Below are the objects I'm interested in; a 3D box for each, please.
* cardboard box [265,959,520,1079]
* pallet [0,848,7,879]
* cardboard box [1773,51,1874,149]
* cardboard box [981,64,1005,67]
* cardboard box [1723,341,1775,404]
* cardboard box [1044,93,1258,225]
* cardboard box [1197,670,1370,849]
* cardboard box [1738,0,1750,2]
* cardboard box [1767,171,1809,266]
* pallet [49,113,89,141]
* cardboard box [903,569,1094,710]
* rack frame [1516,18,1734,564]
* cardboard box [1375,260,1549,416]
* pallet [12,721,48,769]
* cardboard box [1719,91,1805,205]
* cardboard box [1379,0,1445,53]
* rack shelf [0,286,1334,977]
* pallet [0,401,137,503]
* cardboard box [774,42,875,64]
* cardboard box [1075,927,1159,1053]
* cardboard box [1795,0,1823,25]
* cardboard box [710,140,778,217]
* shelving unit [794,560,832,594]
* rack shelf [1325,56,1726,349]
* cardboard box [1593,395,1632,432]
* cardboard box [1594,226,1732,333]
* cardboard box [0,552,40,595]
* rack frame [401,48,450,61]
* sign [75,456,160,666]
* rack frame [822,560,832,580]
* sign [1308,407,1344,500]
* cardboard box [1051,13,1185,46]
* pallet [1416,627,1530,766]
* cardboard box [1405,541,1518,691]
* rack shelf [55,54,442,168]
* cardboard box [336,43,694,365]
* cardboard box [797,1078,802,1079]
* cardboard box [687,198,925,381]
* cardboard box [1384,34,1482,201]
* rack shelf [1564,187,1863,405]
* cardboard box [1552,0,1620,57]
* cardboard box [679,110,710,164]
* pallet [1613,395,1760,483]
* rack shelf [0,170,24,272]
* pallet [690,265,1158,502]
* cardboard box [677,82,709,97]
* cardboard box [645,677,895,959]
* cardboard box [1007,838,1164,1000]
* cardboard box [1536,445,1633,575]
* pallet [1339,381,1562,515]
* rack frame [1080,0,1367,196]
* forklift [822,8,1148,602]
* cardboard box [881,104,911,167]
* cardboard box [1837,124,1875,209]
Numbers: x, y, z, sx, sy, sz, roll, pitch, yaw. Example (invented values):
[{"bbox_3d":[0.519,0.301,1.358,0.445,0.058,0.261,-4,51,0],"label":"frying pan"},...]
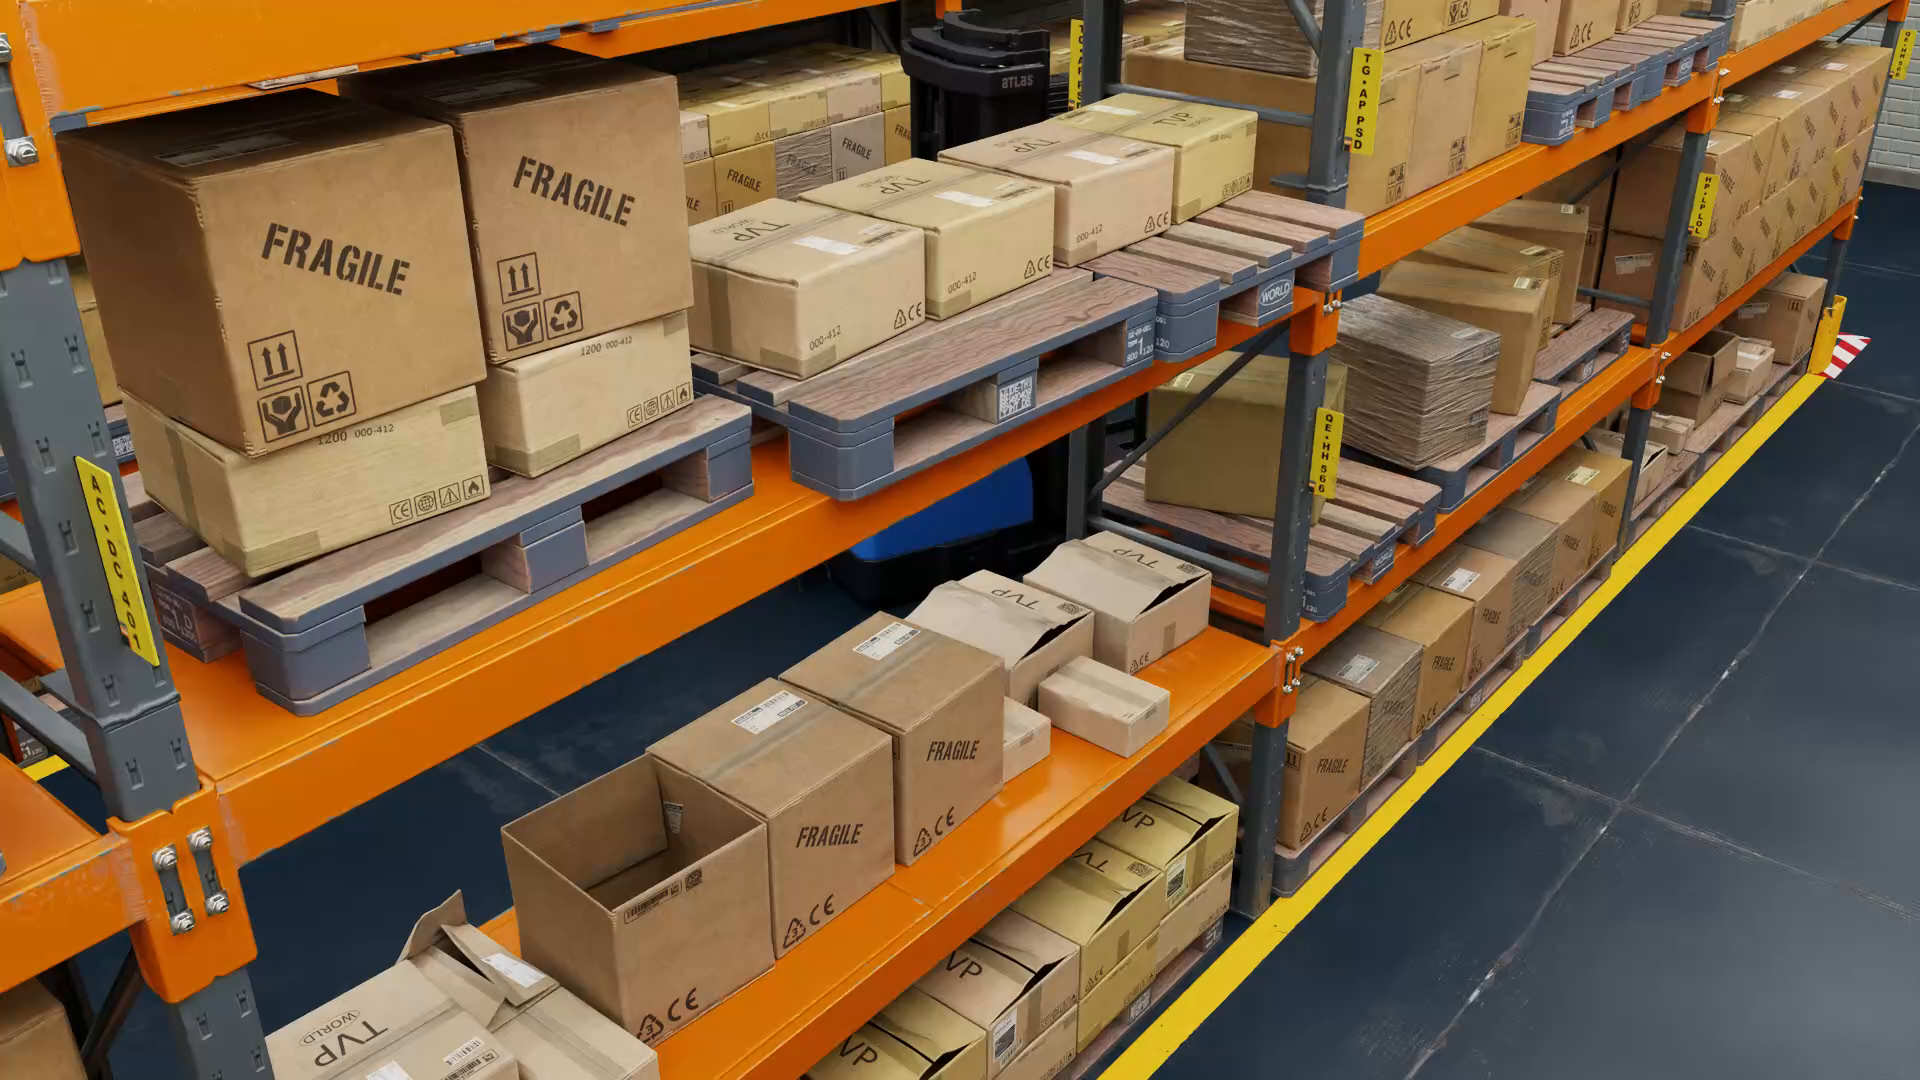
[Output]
[{"bbox_3d":[-1.418,1.350,4.039,0.500,0.250,0.500,23,35,37],"label":"cardboard box"},{"bbox_3d":[-2.220,0.488,2.375,1.003,0.211,1.213,21,34,34],"label":"pallet"},{"bbox_3d":[5.544,-2.855,10.807,0.500,0.500,0.500,22,34,36],"label":"cardboard box"},{"bbox_3d":[-0.076,-3.133,12.215,0.980,0.700,0.700,21,34,35],"label":"cardboard box"},{"bbox_3d":[5.153,-1.165,11.252,0.500,0.250,0.500,21,34,34],"label":"cardboard box"},{"bbox_3d":[0.602,-1.222,5.290,0.500,0.250,0.500,18,32,31],"label":"cardboard box"},{"bbox_3d":[1.357,0.889,7.008,0.500,0.500,0.500,22,35,36],"label":"cardboard box"},{"bbox_3d":[3.893,-2.953,8.549,0.500,0.250,0.500,21,34,34],"label":"cardboard box"},{"bbox_3d":[4.891,-2.051,10.342,0.500,0.500,0.500,20,34,34],"label":"cardboard box"},{"bbox_3d":[-4.390,-1.781,6.868,1.213,0.211,1.003,21,34,34],"label":"pallet"},{"bbox_3d":[0.129,0.352,5.901,0.500,0.311,0.500,20,34,34],"label":"cardboard box"},{"bbox_3d":[3.392,-1.366,9.126,1.000,3.000,0.127,21,34,34],"label":"rack frame"},{"bbox_3d":[2.315,-0.952,7.760,0.700,0.500,0.500,12,30,22],"label":"cardboard box"},{"bbox_3d":[-5.028,0.986,7.614,1.003,0.211,1.213,21,34,34],"label":"pallet"},{"bbox_3d":[4.564,-2.304,9.743,0.500,0.500,0.500,20,33,33],"label":"cardboard box"},{"bbox_3d":[1.454,-2.102,6.087,0.500,0.500,0.500,21,34,34],"label":"cardboard box"},{"bbox_3d":[-0.425,-0.251,4.489,1.077,0.370,4.000,21,34,34],"label":"rack shelf"},{"bbox_3d":[-4.205,-0.595,7.844,1.003,0.211,1.213,21,34,34],"label":"pallet"},{"bbox_3d":[-0.927,-3.244,11.485,0.500,0.250,0.500,22,35,36],"label":"cardboard box"},{"bbox_3d":[0.376,1.529,6.066,0.500,0.250,0.500,20,34,34],"label":"cardboard box"},{"bbox_3d":[4.532,-3.085,9.347,0.500,0.250,0.500,21,34,34],"label":"cardboard box"},{"bbox_3d":[-1.489,-2.222,10.327,0.500,0.500,0.500,22,34,36],"label":"cardboard box"},{"bbox_3d":[-0.954,-0.284,8.977,0.189,1.200,0.258,-26,35,-21],"label":"shelving unit"},{"bbox_3d":[2.119,-1.669,7.231,1.077,0.370,4.000,21,34,34],"label":"rack shelf"},{"bbox_3d":[4.012,-0.918,10.707,0.500,0.311,0.500,21,34,34],"label":"cardboard box"},{"bbox_3d":[3.926,-1.511,9.298,0.500,0.500,0.500,22,34,36],"label":"cardboard box"},{"bbox_3d":[-4.461,-0.003,7.916,0.500,0.250,0.500,20,33,33],"label":"cardboard box"},{"bbox_3d":[-2.978,-1.394,9.180,1.000,3.000,0.127,21,34,34],"label":"rack frame"},{"bbox_3d":[-1.268,0.035,2.504,0.100,0.325,0.005,21,34,34],"label":"sign"},{"bbox_3d":[-0.877,-0.321,9.010,0.006,1.200,0.240,-26,35,-21],"label":"rack frame"},{"bbox_3d":[1.278,-0.301,5.807,0.100,0.325,0.005,21,34,34],"label":"sign"},{"bbox_3d":[1.340,-3.919,13.734,0.980,0.700,0.700,20,34,34],"label":"cardboard box"},{"bbox_3d":[2.128,0.607,8.348,1.003,0.211,1.213,21,34,34],"label":"pallet"},{"bbox_3d":[2.337,0.339,8.071,0.500,0.500,0.500,19,33,33],"label":"cardboard box"},{"bbox_3d":[-4.250,-1.698,7.286,1.077,0.370,4.000,21,34,34],"label":"rack shelf"},{"bbox_3d":[-0.930,-0.730,3.523,0.500,0.500,0.500,-25,36,-39],"label":"cardboard box"},{"bbox_3d":[-0.591,1.823,4.887,0.500,0.311,0.500,19,33,33],"label":"cardboard box"},{"bbox_3d":[-0.434,-0.642,4.167,0.500,0.250,0.500,18,32,30],"label":"cardboard box"},{"bbox_3d":[1.423,-1.670,6.339,0.910,0.500,0.500,21,34,34],"label":"cardboard box"},{"bbox_3d":[4.664,-1.755,10.662,1.077,0.370,4.000,21,34,34],"label":"rack shelf"},{"bbox_3d":[2.607,-2.573,7.519,0.600,0.600,0.600,20,34,34],"label":"cardboard box"},{"bbox_3d":[-1.834,-2.367,9.791,0.500,0.250,0.500,21,34,35],"label":"cardboard box"},{"bbox_3d":[4.605,-0.805,11.076,1.003,0.211,1.213,21,34,34],"label":"pallet"},{"bbox_3d":[-2.969,0.012,1.151,1.077,0.370,4.000,21,34,34],"label":"rack shelf"},{"bbox_3d":[-0.224,-0.532,4.455,1.003,0.211,1.213,23,35,37],"label":"pallet"},{"bbox_3d":[-1.905,-2.693,10.421,0.500,0.250,0.500,20,33,33],"label":"cardboard box"},{"bbox_3d":[-0.542,0.794,4.841,0.500,0.500,0.500,21,34,34],"label":"cardboard box"},{"bbox_3d":[0.379,1.282,5.933,0.500,0.311,0.500,20,34,34],"label":"cardboard box"},{"bbox_3d":[3.299,-0.192,9.099,0.500,0.500,0.500,21,34,34],"label":"cardboard box"},{"bbox_3d":[2.081,-0.553,7.764,1.003,0.211,1.213,21,34,34],"label":"pallet"},{"bbox_3d":[0.847,-2.612,5.006,1.000,3.000,0.127,21,34,34],"label":"rack frame"},{"bbox_3d":[0.548,-1.445,9.354,3.031,2.935,1.130,-15,31,-26],"label":"forklift"},{"bbox_3d":[-0.532,-2.760,11.367,0.500,0.500,0.500,20,33,34],"label":"cardboard box"},{"bbox_3d":[5.861,-2.590,11.383,0.500,0.500,0.500,22,35,36],"label":"cardboard box"}]
